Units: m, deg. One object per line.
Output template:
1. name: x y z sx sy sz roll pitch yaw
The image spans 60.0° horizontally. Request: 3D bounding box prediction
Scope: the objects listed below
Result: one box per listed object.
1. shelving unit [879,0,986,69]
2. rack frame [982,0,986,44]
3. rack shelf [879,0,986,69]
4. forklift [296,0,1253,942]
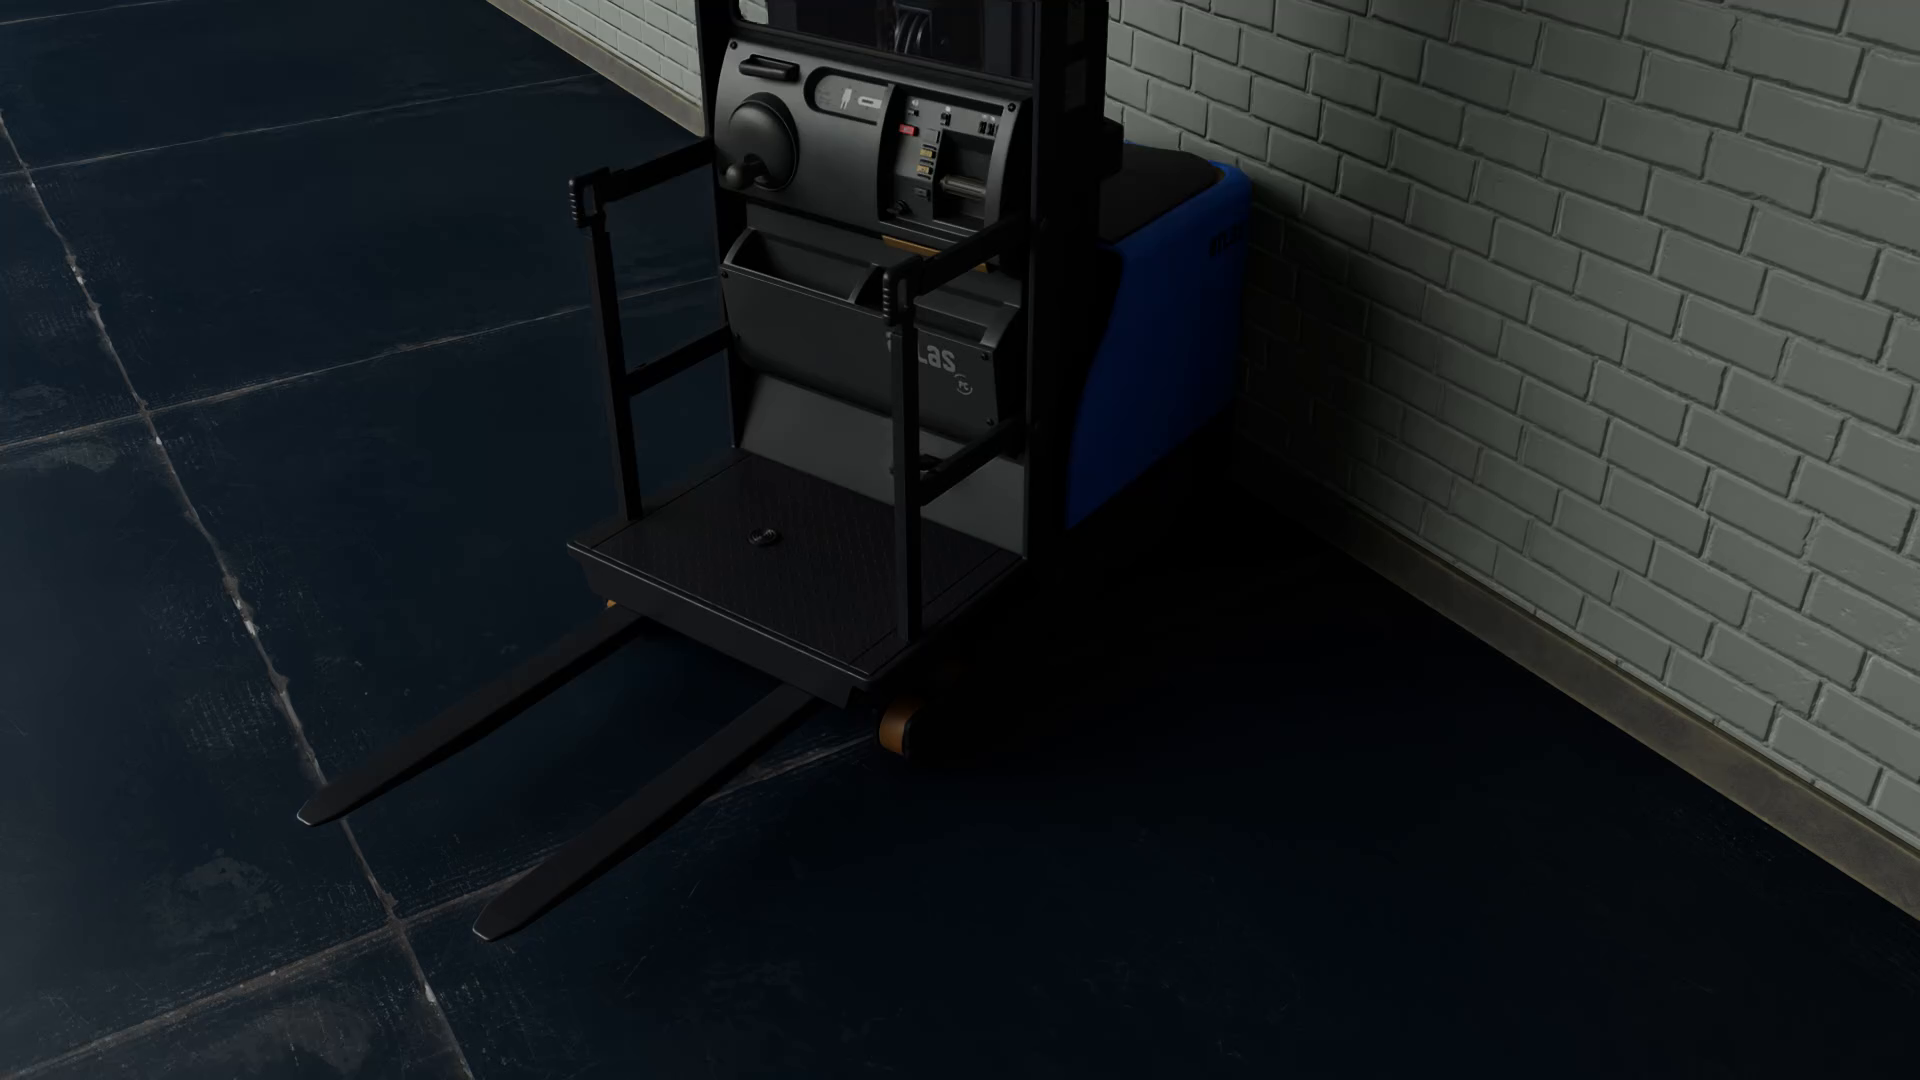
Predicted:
1. shelving unit: -0.221 -1.749 6.010 0.503 2.100 0.431 -25 32 -34
2. rack frame: -0.038 -1.834 6.147 0.015 2.100 0.400 -25 32 -34
3. rack shelf: -0.220 -1.736 6.016 0.480 0.518 0.431 -25 32 -34
4. forklift: -0.372 -0.966 4.033 1.130 2.935 3.031 21 38 30
